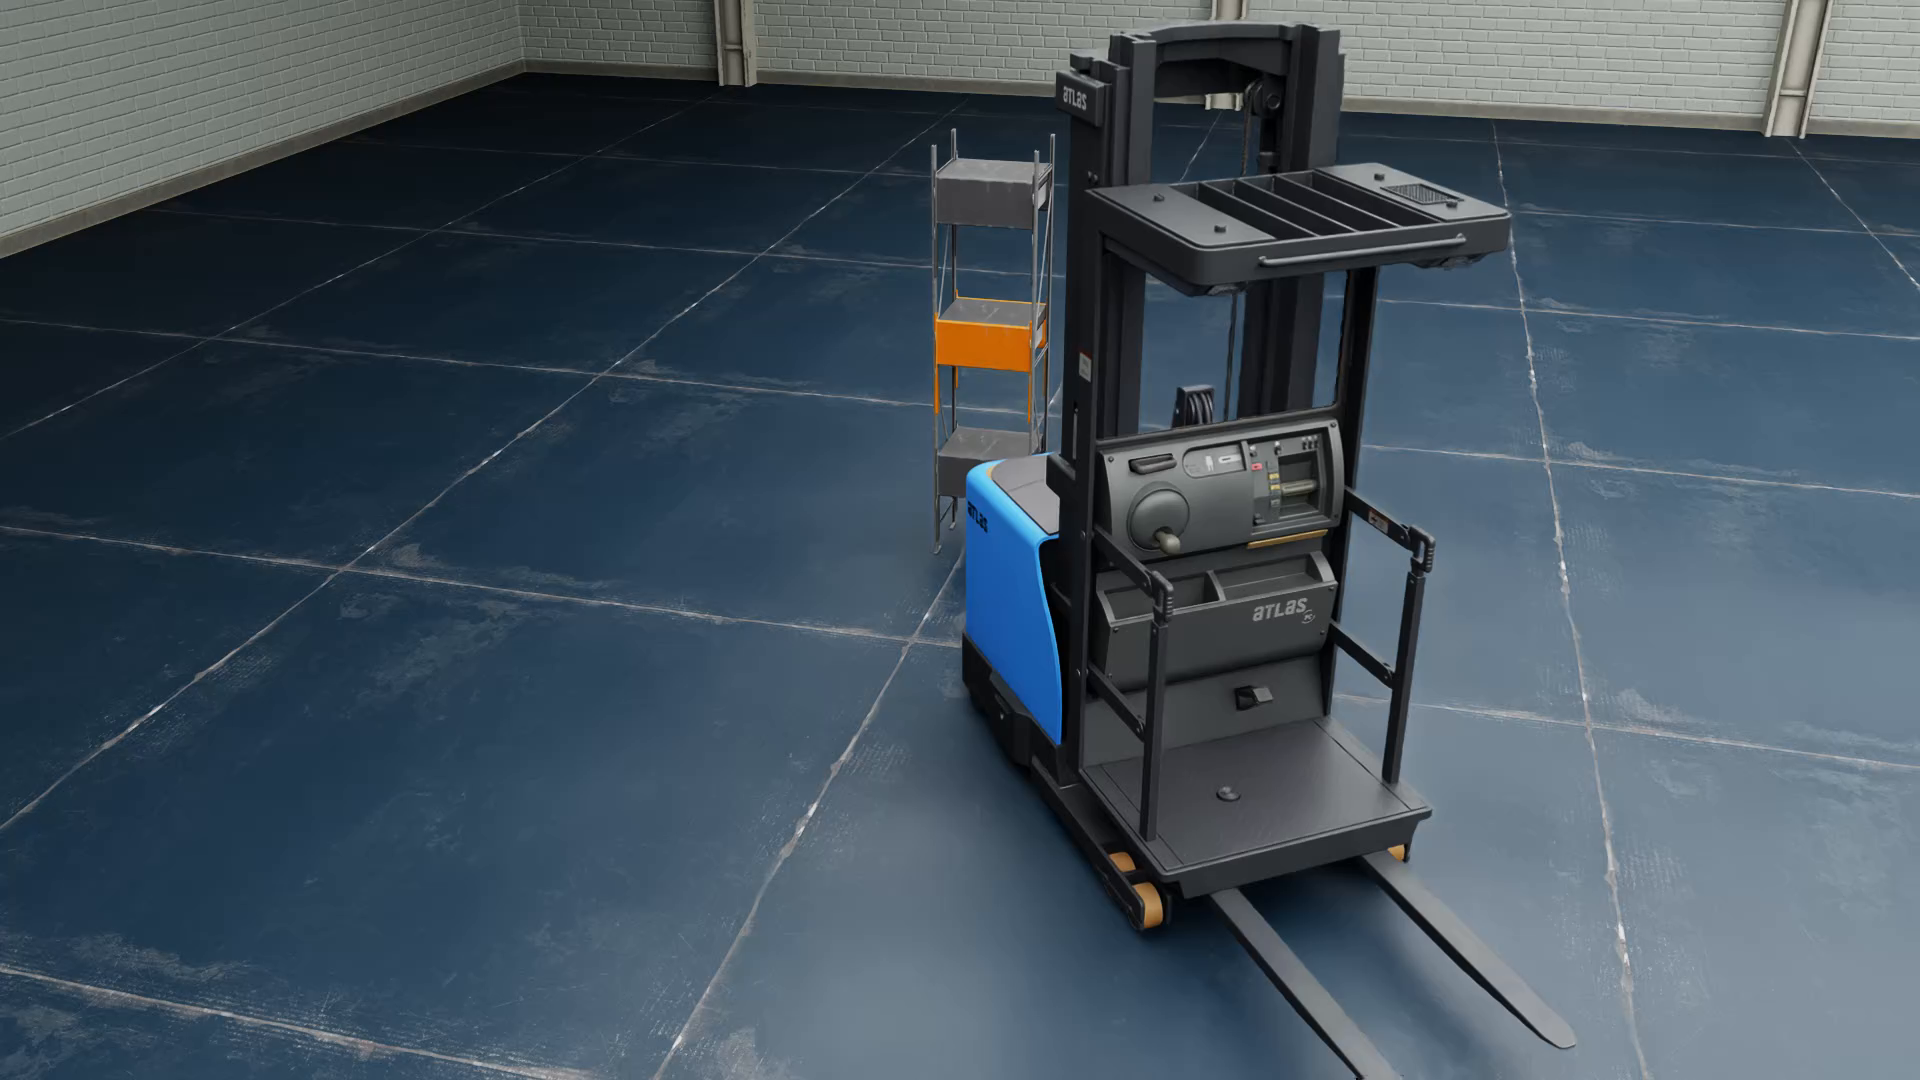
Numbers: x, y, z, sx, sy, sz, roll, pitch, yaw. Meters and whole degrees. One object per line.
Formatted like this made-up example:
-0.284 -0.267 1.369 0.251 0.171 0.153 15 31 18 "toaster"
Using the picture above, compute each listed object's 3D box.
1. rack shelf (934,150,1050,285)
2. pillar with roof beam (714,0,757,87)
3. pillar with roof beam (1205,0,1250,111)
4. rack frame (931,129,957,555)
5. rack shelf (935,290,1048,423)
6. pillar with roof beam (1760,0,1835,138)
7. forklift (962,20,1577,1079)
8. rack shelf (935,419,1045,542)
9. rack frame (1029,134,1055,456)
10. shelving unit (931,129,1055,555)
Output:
0.160 -1.550 7.966 0.480 0.518 0.431 6 26 13 "rack shelf"
-3.824 -7.931 14.940 0.400 9.000 9.100 6 26 13 "pillar with roof beam"
1.987 -7.289 13.591 0.400 9.000 9.100 6 26 13 "pillar with roof beam"
-0.076 -0.956 8.316 0.015 2.100 0.400 6 26 13 "rack frame"
0.160 -0.918 8.267 0.480 0.518 0.431 6 26 13 "rack shelf"
7.798 -6.646 12.241 0.400 9.000 9.100 6 26 13 "pillar with roof beam"
1.012 -0.153 5.661 1.130 2.935 3.031 -9 27 -19 "forklift"
0.160 -0.286 8.568 0.480 0.518 0.431 6 26 13 "rack shelf"
0.397 -0.904 8.207 0.015 2.100 0.400 6 26 13 "rack frame"
0.160 -0.930 8.261 0.503 2.100 0.431 6 26 13 "shelving unit"
